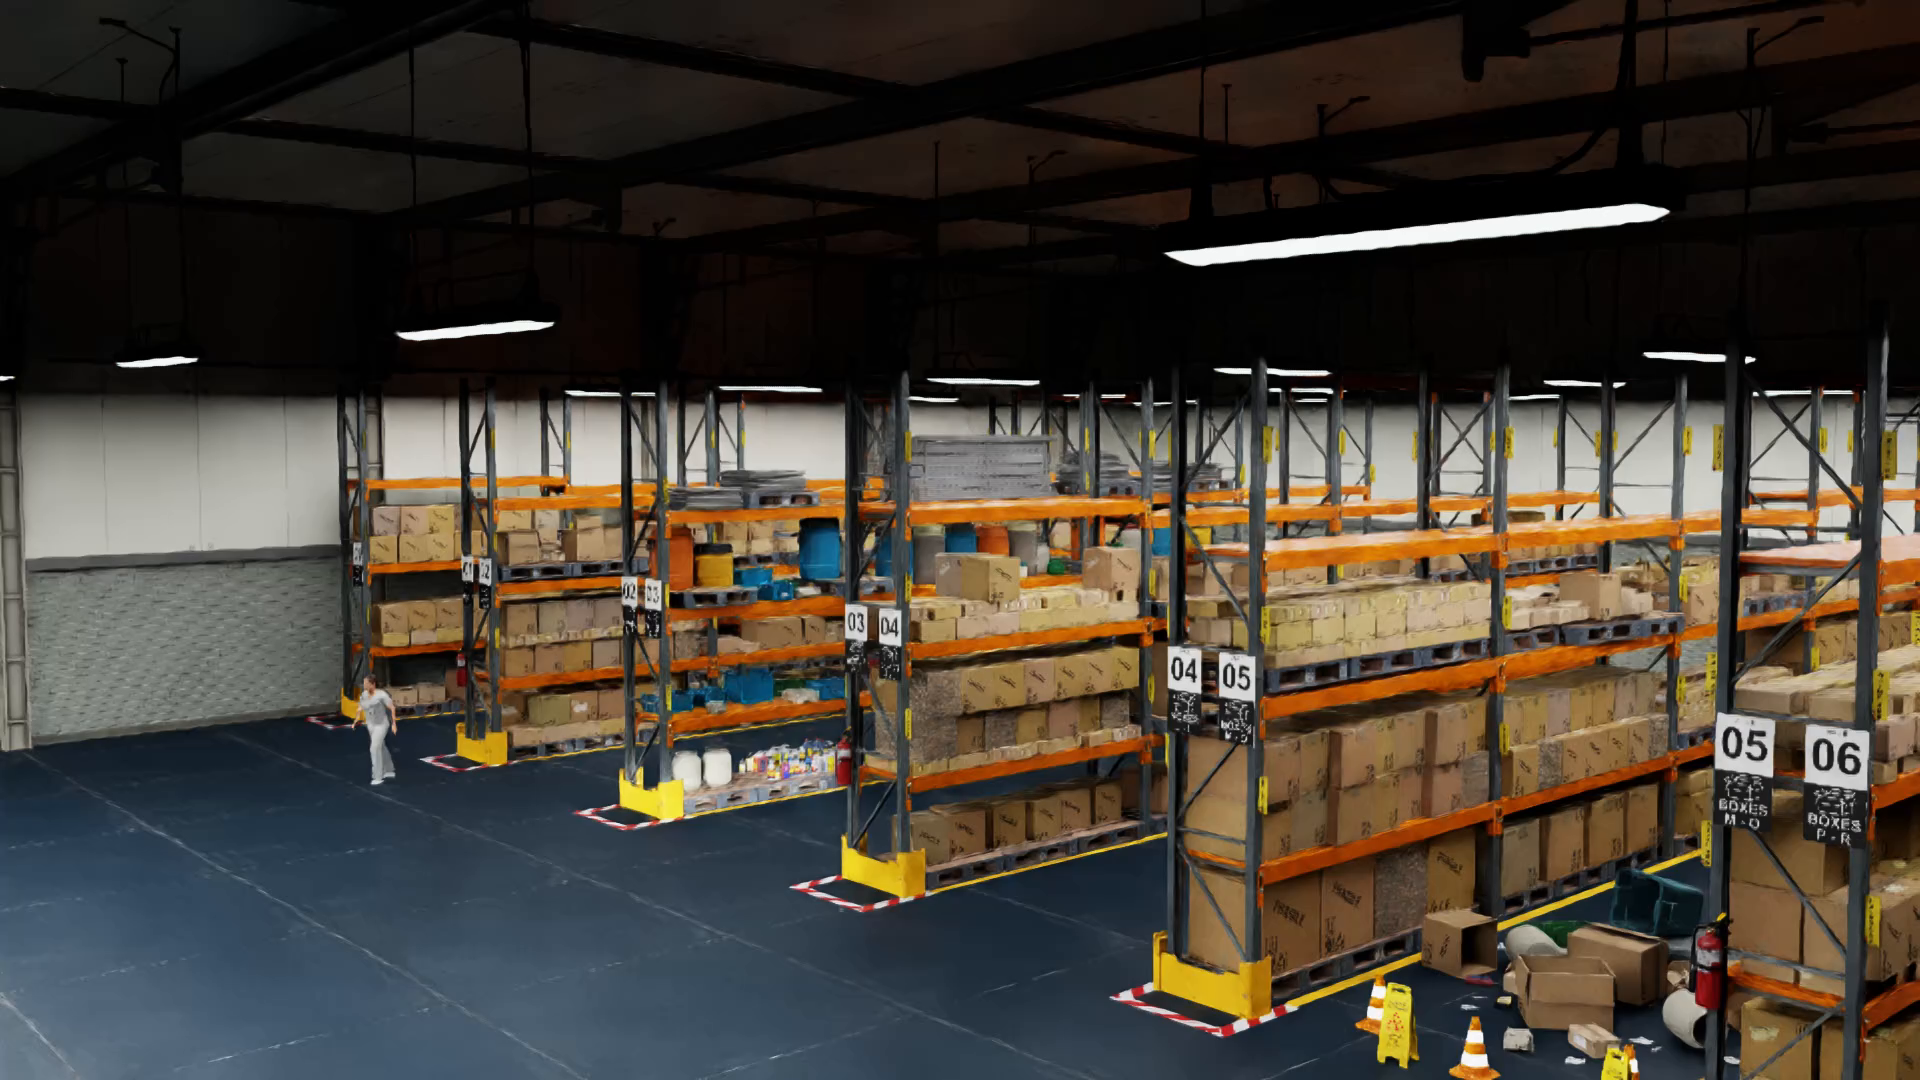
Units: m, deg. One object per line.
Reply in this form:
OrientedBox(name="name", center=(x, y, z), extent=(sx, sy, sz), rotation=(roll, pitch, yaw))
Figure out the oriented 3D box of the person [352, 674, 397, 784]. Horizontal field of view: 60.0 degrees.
OrientedBox(name="person", center=(-8.540, 2.751, 24.417), extent=(0.610, 1.613, 0.786), rotation=(2, 4, 29))
